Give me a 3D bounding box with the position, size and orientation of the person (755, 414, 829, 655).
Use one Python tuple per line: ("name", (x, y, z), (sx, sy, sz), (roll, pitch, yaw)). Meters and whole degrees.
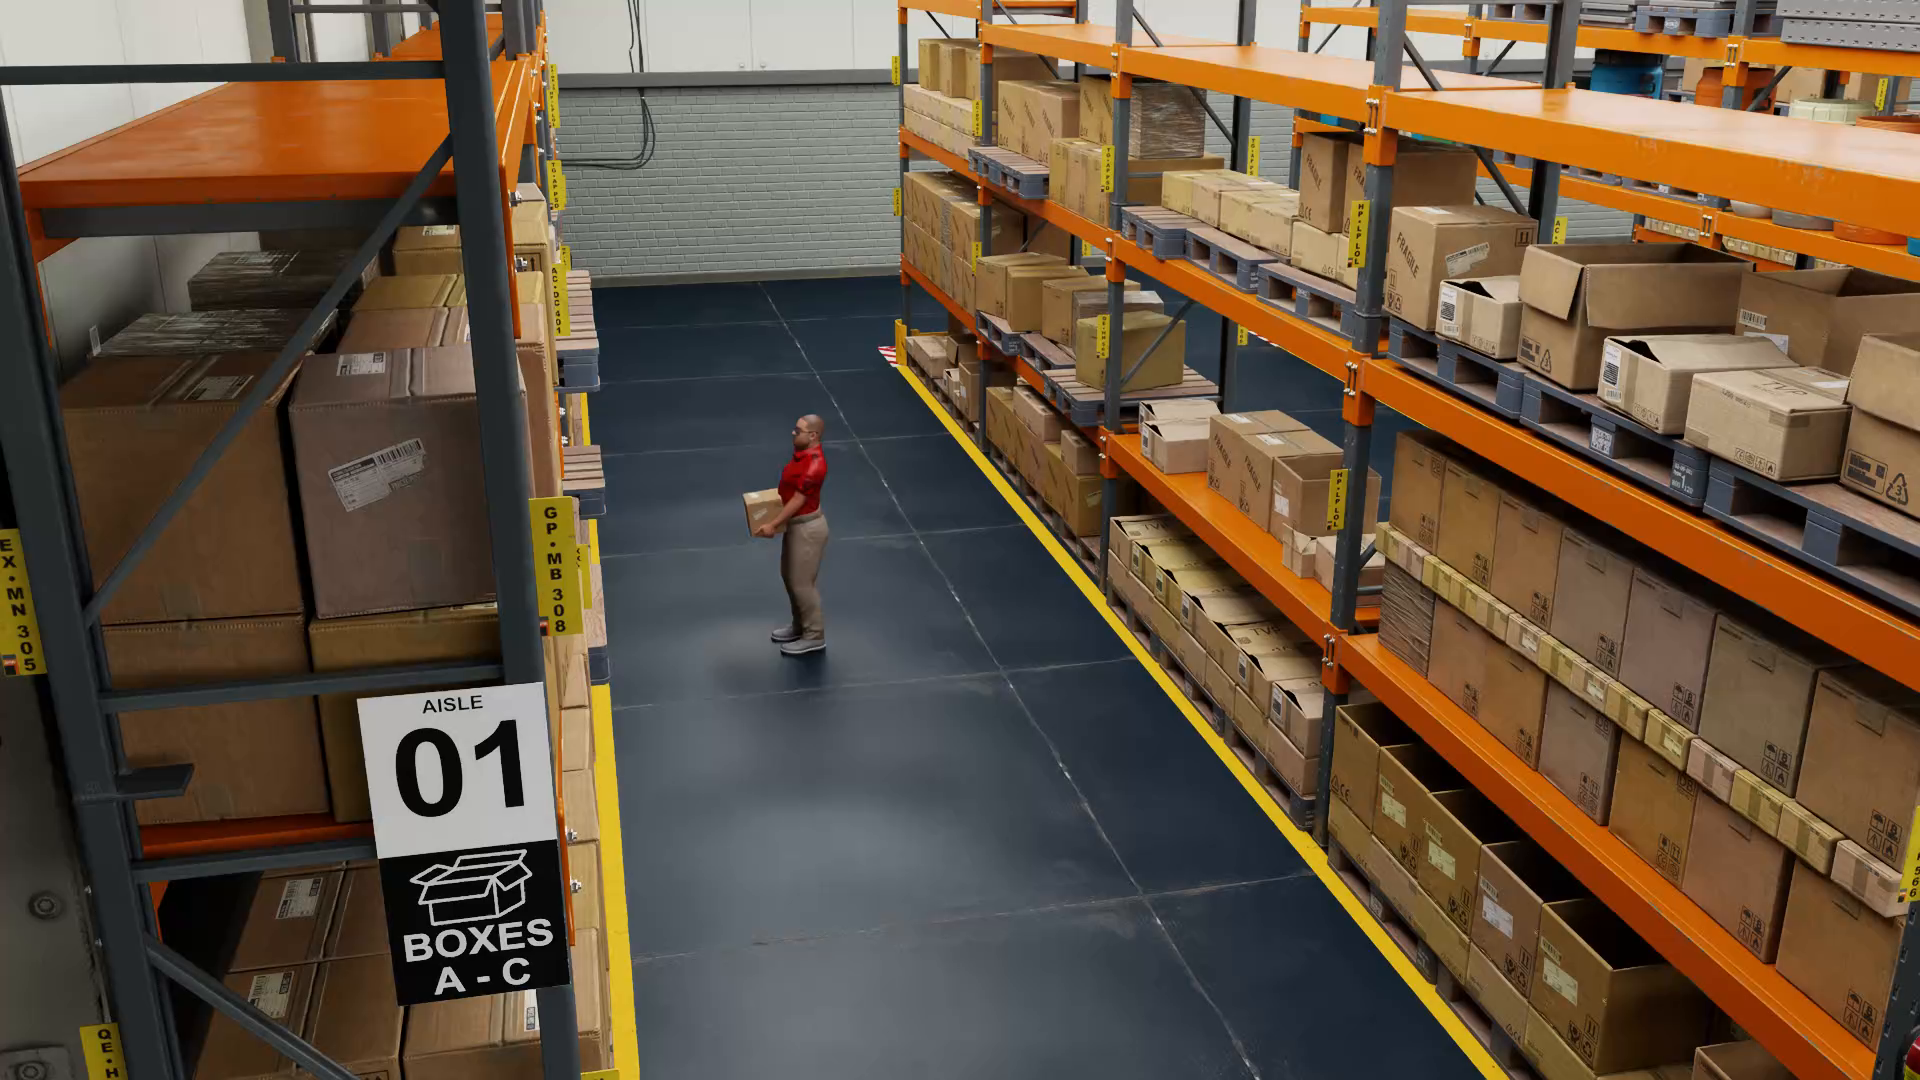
("person", (-1.194, -0.049, 11.751), (0.531, 1.712, 0.493), (-4, 20, -12))
